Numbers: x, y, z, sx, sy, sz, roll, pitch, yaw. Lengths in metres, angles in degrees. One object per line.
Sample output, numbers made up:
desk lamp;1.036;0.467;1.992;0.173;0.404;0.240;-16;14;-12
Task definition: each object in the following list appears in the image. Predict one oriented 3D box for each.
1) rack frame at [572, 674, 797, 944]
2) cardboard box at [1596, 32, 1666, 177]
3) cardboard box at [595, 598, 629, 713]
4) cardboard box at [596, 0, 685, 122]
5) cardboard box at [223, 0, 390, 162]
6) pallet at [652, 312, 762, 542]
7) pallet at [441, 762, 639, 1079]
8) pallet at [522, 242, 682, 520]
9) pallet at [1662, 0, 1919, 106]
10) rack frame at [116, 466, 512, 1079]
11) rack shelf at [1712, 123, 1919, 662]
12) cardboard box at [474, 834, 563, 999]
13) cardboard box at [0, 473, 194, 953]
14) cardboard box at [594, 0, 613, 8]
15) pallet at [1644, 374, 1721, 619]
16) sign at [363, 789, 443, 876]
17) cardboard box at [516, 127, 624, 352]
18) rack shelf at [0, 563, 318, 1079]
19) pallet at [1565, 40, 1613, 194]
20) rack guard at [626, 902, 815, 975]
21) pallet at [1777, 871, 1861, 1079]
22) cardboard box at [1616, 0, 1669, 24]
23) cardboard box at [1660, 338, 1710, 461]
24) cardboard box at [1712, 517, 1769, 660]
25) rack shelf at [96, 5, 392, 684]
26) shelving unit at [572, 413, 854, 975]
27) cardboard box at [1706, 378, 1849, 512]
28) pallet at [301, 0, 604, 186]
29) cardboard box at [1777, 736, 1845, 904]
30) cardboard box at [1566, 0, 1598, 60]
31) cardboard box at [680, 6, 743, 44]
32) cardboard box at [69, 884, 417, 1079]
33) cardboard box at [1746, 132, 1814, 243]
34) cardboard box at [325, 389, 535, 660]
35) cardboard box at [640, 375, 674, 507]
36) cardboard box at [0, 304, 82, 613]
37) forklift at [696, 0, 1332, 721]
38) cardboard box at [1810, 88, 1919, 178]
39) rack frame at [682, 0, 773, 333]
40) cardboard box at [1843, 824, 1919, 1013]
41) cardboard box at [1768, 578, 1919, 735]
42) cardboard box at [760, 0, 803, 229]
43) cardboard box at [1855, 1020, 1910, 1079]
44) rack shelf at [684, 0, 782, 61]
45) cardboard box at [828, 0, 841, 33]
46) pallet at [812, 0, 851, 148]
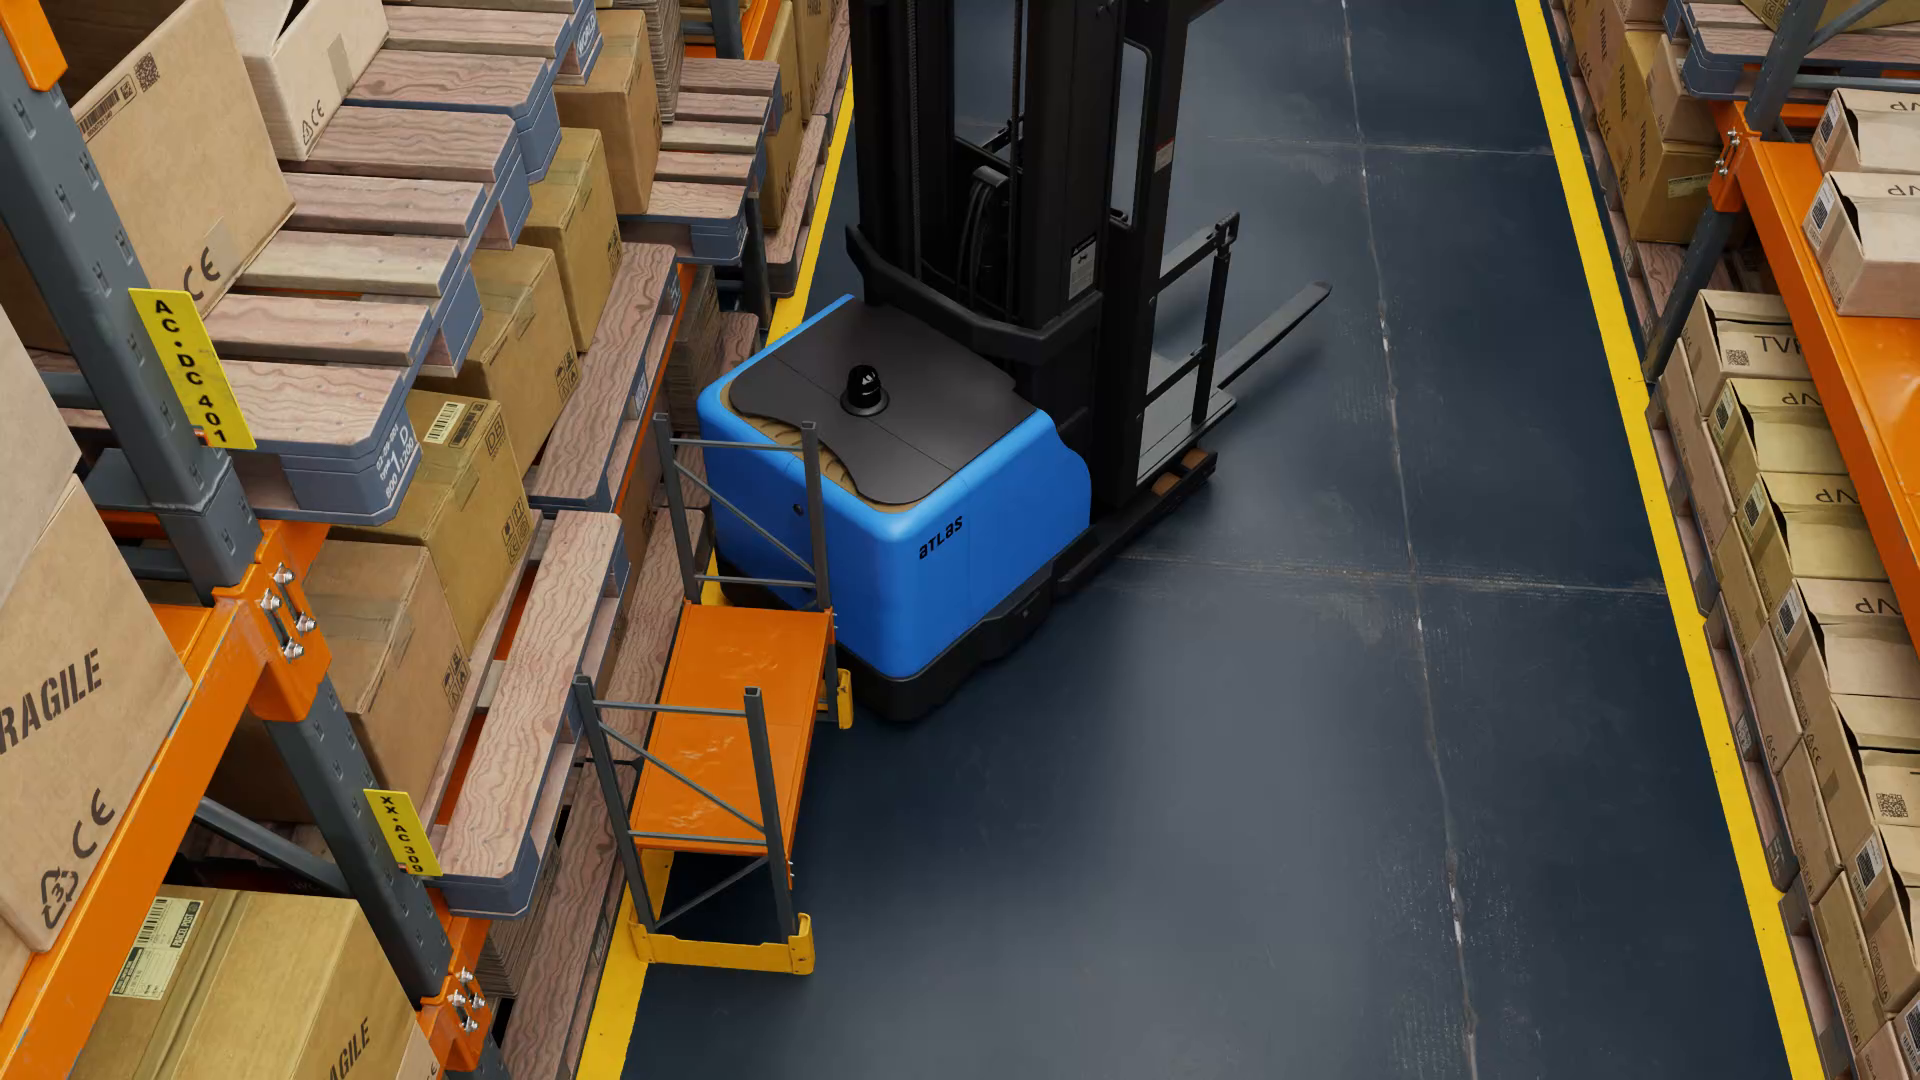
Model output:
rack frame;-0.776;0.890;4.945;0.500;1.500;0.032;4;48;3
cardboard box;3.457;-2.103;8.063;0.500;0.500;0.500;2;48;2
cardboard box;-1.605;0.292;5.872;0.700;0.500;0.500;4;48;4
cardboard box;-1.408;-1.882;6.098;0.700;0.500;0.500;-1;48;-1
cardboard box;-1.554;-1.079;3.473;0.500;0.311;0.500;5;48;5
pallet;-1.448;-0.530;7.118;1.003;0.211;1.213;4;48;4
pallet;-1.670;1.263;5.478;1.003;0.211;1.213;4;48;4
pallet;-1.515;-0.523;5.352;1.003;0.211;1.213;4;48;4
pallet;3.550;-2.153;6.843;1.213;0.211;1.003;4;48;4
rack frame;-1.740;0.894;3.926;1.000;3.000;0.127;4;48;4
rack shelf;3.376;-0.003;5.233;1.077;0.370;4.000;4;48;4
cardboard box;-1.689;1.047;5.181;0.700;0.500;0.500;5;48;5
cardboard box;-1.540;0.230;2.418;0.500;0.500;0.500;5;48;5
cardboard box;-1.391;-1.954;5.725;0.380;0.149;0.250;-3;48;-3
pallet;3.444;-0.172;6.790;1.003;0.211;1.213;4;48;4
sign;-1.199;0.632;3.578;0.100;0.325;0.005;4;48;4
cardboard box;-1.499;-0.965;5.260;0.700;0.500;0.500;4;48;4
rack shelf;-1.922;1.594;1.740;1.077;0.370;4.000;4;48;4
pallet;3.778;-2.214;8.658;1.003;0.211;1.213;4;48;4
rack guard;-0.774;1.298;5.420;0.587;0.250;0.087;4;48;3
pallet;3.222;1.621;5.150;1.003;0.211;1.213;4;48;4
cardboard box;3.500;-2.770;8.164;0.500;0.250;0.500;3;48;3
cardboard box;3.218;-0.564;6.838;0.500;0.250;0.500;4;48;3
cardboard box;3.132;0.188;6.150;0.500;0.250;0.500;3;48;2
rack shelf;-1.557;-1.345;4.428;1.077;0.370;4.000;4;48;4
shelving unit;-0.732;0.510;5.293;0.587;1.500;1.083;4;48;3
cardboard box;3.179;-0.366;6.277;0.500;0.311;0.500;3;48;3
pallet;-1.486;-1.264;3.994;1.213;0.211;1.003;4;48;4
cardboard box;3.037;0.939;5.463;0.500;0.250;0.500;5;48;4
cardboard box;3.545;-2.861;8.756;0.500;0.500;0.500;4;48;4
cardboard box;-1.115;-2.194;6.906;0.380;0.149;0.250;3;48;3
cardboard box;-1.475;1.053;3.360;0.500;0.500;0.500;4;48;3
cardboard box;3.926;-1.720;7.712;0.500;0.500;0.500;2;48;2
cardboard box;-1.601;-0.070;4.442;0.700;0.500;0.500;8;48;8
cardboard box;-1.552;-0.447;6.548;0.700;0.500;0.500;4;48;3
cardboard box;-1.515;-0.110;2.052;0.500;0.500;0.500;0;48;0
forklift;0.423;-1.332;6.008;1.130;2.935;3.031;34;56;27
cardboard box;3.482;-1.421;6.103;0.500;0.311;0.500;7;48;6
rack frame;-1.375;-2.046;6.614;1.000;3.000;0.127;4;48;4
cardboard box;2.986;1.122;4.916;0.500;0.311;0.500;5;48;5
cardboard box;3.084;0.386;5.589;0.500;0.311;0.500;3;48;3
cardboard box;-1.178;-1.993;7.739;0.750;0.750;0.750;3;48;3
cardboard box;2.943;1.686;4.780;0.500;0.250;0.500;3;48;3
rack shelf;-1.193;-3.272;8.224;1.077;0.370;4.000;4;48;4
cardboard box;-1.018;-3.261;8.898;0.750;0.750;0.750;5;48;5
pallet;-1.115;-2.573;8.986;1.003;0.211;1.213;4;48;4
